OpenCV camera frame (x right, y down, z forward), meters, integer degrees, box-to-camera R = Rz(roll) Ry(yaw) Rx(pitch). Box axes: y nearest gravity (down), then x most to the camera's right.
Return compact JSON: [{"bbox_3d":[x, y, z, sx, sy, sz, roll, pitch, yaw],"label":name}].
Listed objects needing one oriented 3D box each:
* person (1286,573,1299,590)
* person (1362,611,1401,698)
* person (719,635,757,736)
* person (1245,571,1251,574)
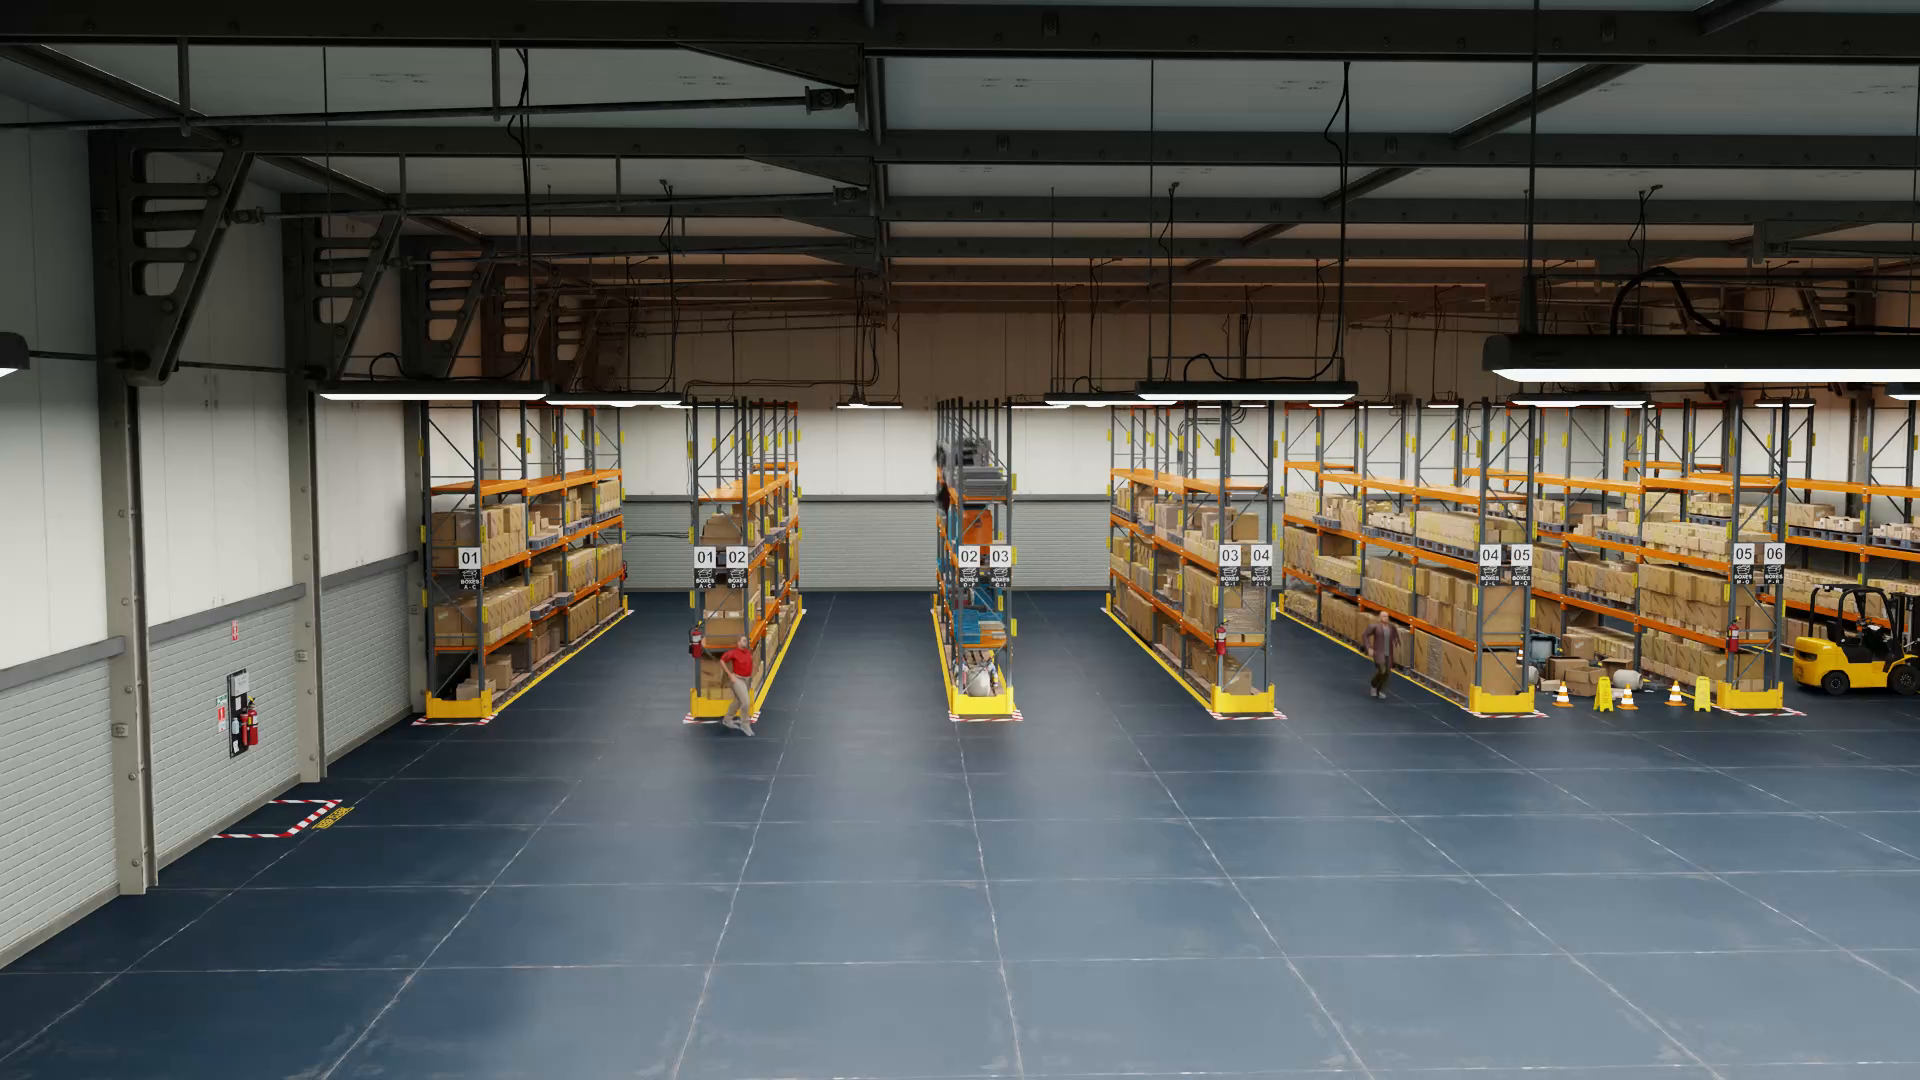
[{"bbox_3d":[9.831,1.199,48.967,0.518,1.509,0.579,1,4,9],"label":"person"},{"bbox_3d":[8.453,2.290,33.116,0.717,1.747,0.645,-1,5,-16],"label":"person"},{"bbox_3d":[-3.934,2.580,29.607,0.758,1.791,0.657,2,5,24],"label":"person"},{"bbox_3d":[8.032,1.325,45.712,0.679,1.736,0.653,0,4,6],"label":"person"}]
